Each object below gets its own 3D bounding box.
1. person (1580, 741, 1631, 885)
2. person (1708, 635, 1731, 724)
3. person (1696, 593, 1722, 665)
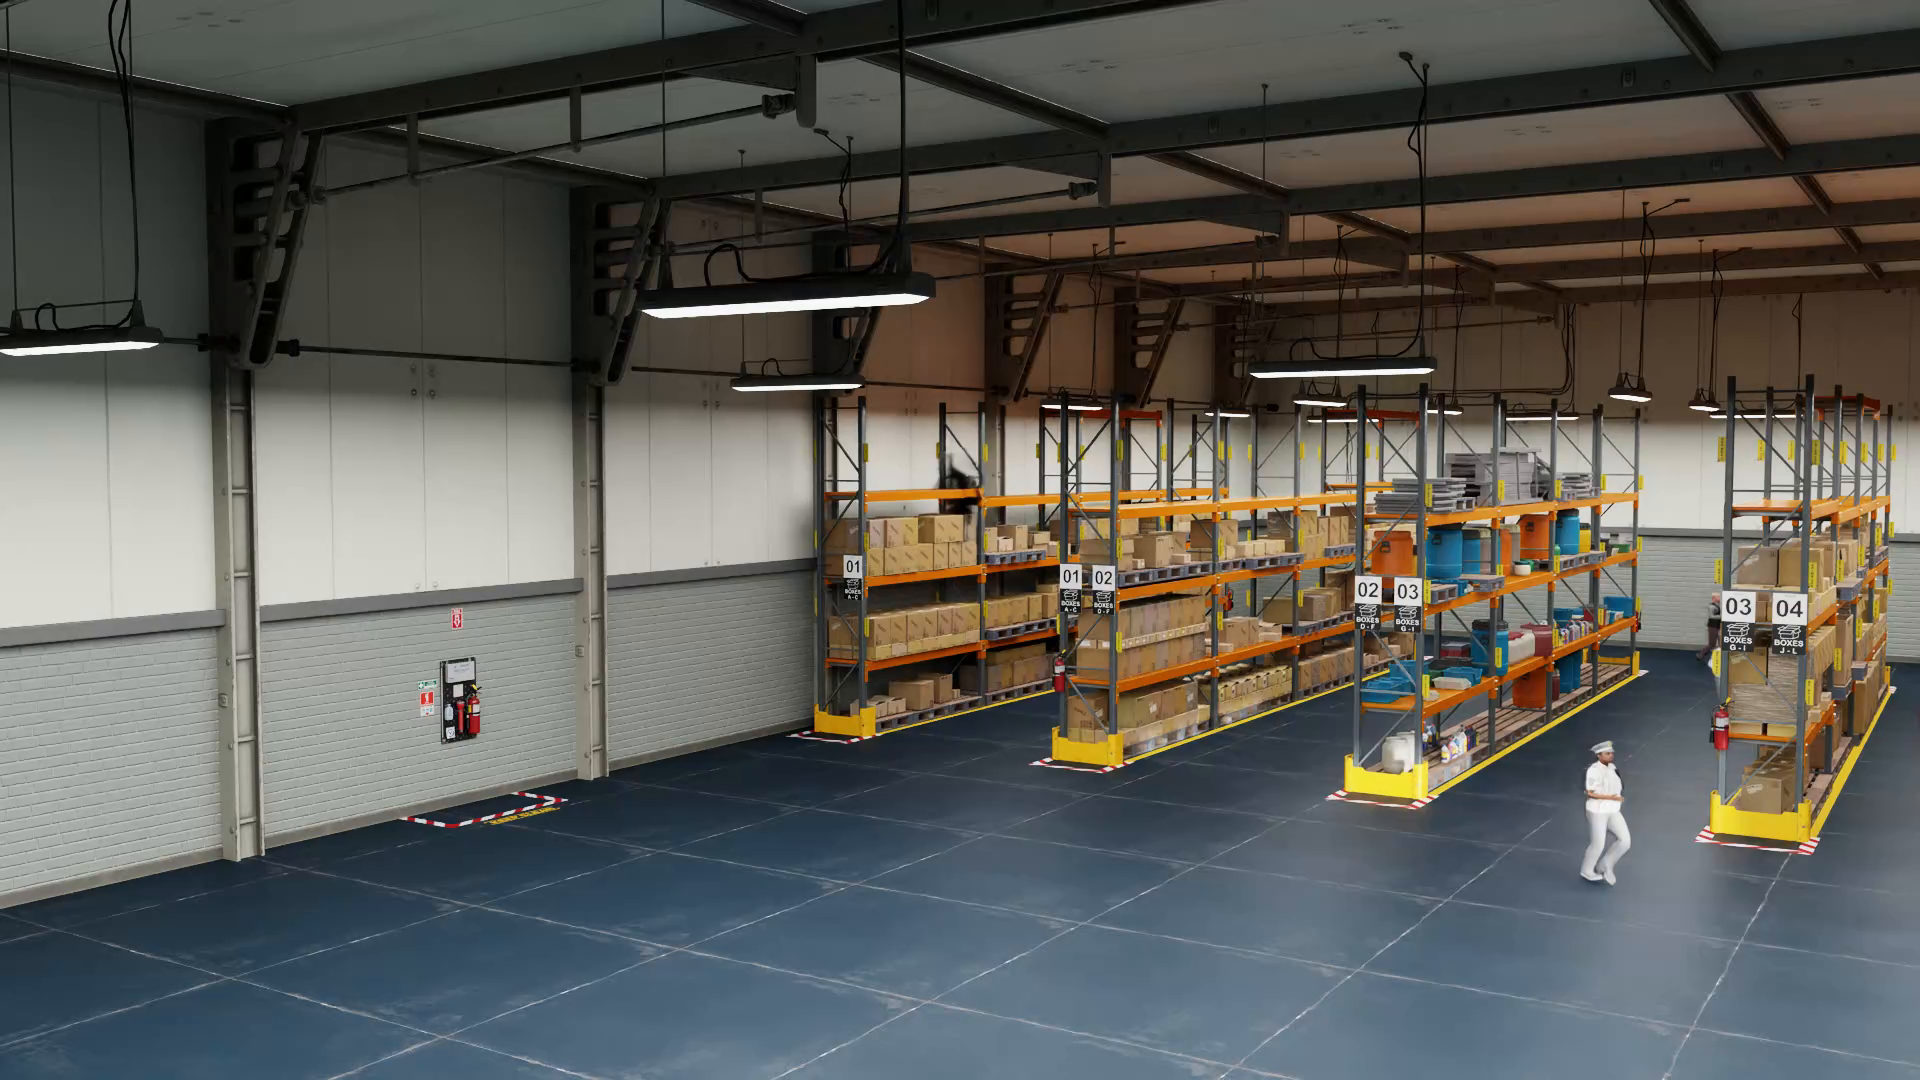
[{"bbox_3d":[7.486,3.155,19.221,0.542,1.691,0.672,-1,3,-24],"label":"person"},{"bbox_3d":[13.998,2.559,30.407,0.594,1.745,0.697,2,4,34],"label":"person"},{"bbox_3d":[17.565,2.095,38.616,0.651,1.727,0.881,-3,4,-41],"label":"person"}]
